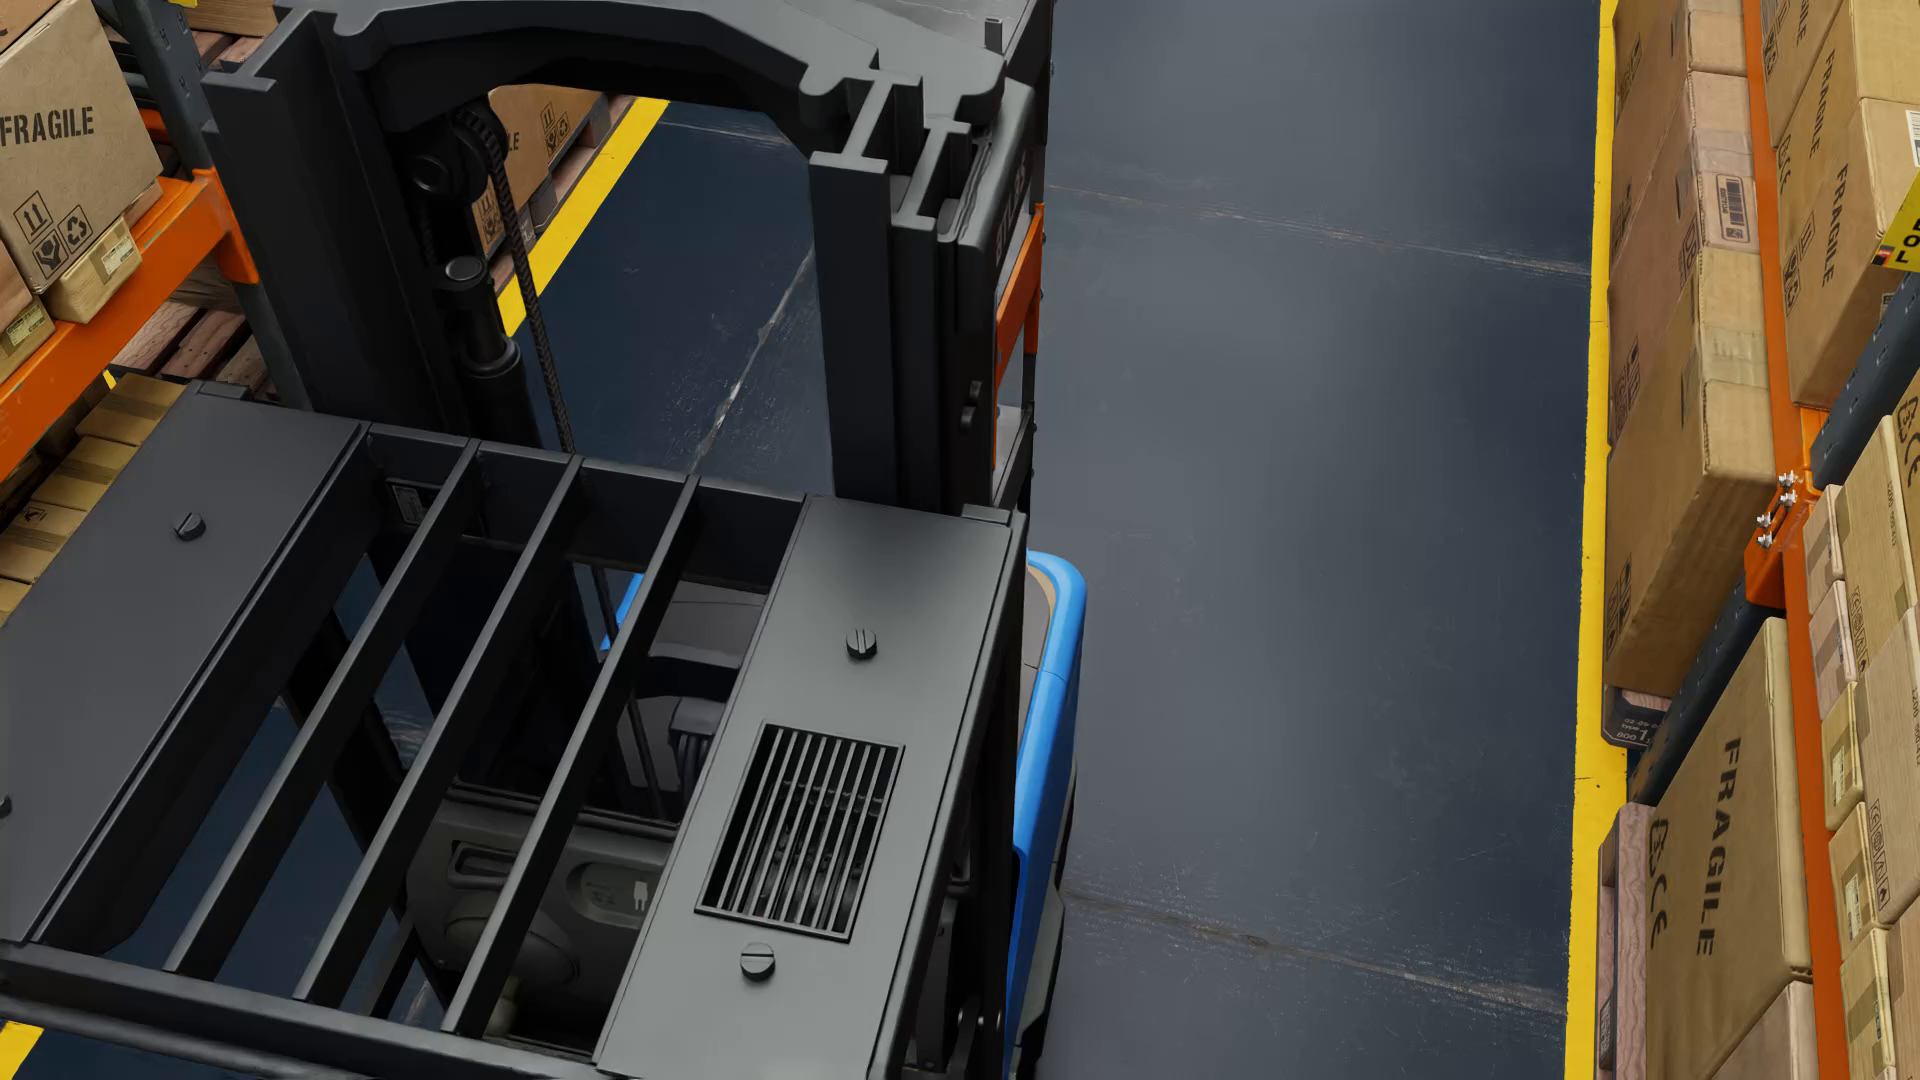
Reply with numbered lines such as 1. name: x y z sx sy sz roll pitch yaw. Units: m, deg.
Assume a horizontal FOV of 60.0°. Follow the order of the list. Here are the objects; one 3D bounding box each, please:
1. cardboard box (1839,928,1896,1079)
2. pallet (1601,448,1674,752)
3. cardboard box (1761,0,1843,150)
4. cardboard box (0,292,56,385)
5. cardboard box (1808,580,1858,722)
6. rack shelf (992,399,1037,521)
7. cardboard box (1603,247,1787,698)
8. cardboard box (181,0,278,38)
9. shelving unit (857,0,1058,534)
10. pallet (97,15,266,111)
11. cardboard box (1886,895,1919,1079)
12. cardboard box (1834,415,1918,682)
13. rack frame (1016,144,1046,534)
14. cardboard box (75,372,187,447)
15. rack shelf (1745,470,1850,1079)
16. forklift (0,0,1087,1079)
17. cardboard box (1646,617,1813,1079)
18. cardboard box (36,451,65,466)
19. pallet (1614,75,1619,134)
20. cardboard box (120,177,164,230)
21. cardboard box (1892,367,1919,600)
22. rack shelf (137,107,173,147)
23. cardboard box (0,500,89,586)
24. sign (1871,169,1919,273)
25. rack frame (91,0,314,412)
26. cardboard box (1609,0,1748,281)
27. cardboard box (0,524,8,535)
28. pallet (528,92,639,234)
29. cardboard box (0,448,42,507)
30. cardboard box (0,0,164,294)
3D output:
1. cardboard box: 1.665 0.813 2.700 0.380 0.149 0.250 11 49 10
2. pallet: 2.467 0.175 4.955 1.003 0.211 1.213 12 50 10
3. cardboard box: 2.463 -1.336 4.362 0.500 0.500 0.500 11 49 10
4. cardboard box: -2.362 -0.502 3.860 0.380 0.149 0.250 13 50 12
5. cardboard box: 1.868 0.246 3.199 0.380 0.149 0.250 10 49 9
6. rack shelf: -0.044 -0.103 4.892 0.431 0.518 0.480 12 50 10
7. cardboard box: 2.485 -0.078 4.455 1.225 0.875 0.875 12 50 10
8. cardboard box: -1.875 -1.477 4.440 0.380 0.149 0.250 9 49 8
9. shelving unit: -0.044 -0.575 4.357 0.431 2.100 0.503 12 50 10
10. pallet: -2.081 -1.688 4.867 1.003 0.211 1.213 12 50 10
11. cardboard box: 1.693 0.799 2.446 0.500 0.250 0.500 13 50 11
12. cardboard box: 1.960 0.064 3.094 0.500 0.250 0.500 11 49 9
13. rack frame: 0.021 -0.752 4.513 0.400 2.100 0.015 12 50 10
14. cardboard box: -2.265 -0.311 4.748 0.380 0.149 0.250 13 50 11
15. rack shelf: 1.810 1.510 2.397 1.077 0.370 4.000 12 50 10
16. forklift: -0.513 0.807 2.626 1.129 2.867 3.031 9 49 8
17. cardboard box: 2.085 0.851 3.636 0.875 0.875 0.875 12 50 10
18. cardboard box: -2.826 -0.322 4.956 0.380 0.149 0.250 14 50 12
19. pallet: 3.109 -1.590 6.513 1.003 0.211 1.213 12 50 10
20. cardboard box: -2.272 -0.891 4.203 0.380 0.149 0.250 11 50 10
21. cardboard box: 1.963 -0.176 2.806 0.500 0.500 0.500 12 50 10
22. rack shelf: -1.896 -2.435 5.879 1.077 0.370 4.000 12 50 10
23. cardboard box: -2.352 0.063 4.418 0.380 0.149 0.250 11 50 10
24. sign: 1.810 -0.632 3.088 0.100 0.325 0.005 12 50 10
25. rack frame: -2.422 -1.227 4.332 1.000 3.000 0.127 12 50 10
26. cardboard box: 2.945 -1.366 5.592 1.225 0.875 0.875 12 50 10
27. cardboard box: -2.836 0.062 4.617 0.380 0.149 0.250 11 50 10
28. pallet: -1.900 -1.753 6.656 1.003 0.211 1.213 12 50 10
29. cardboard box: -2.843 -0.224 4.671 0.380 0.149 0.250 14 50 12
30. cardboard box: -2.277 -0.953 3.825 0.500 0.500 0.500 12 50 10
